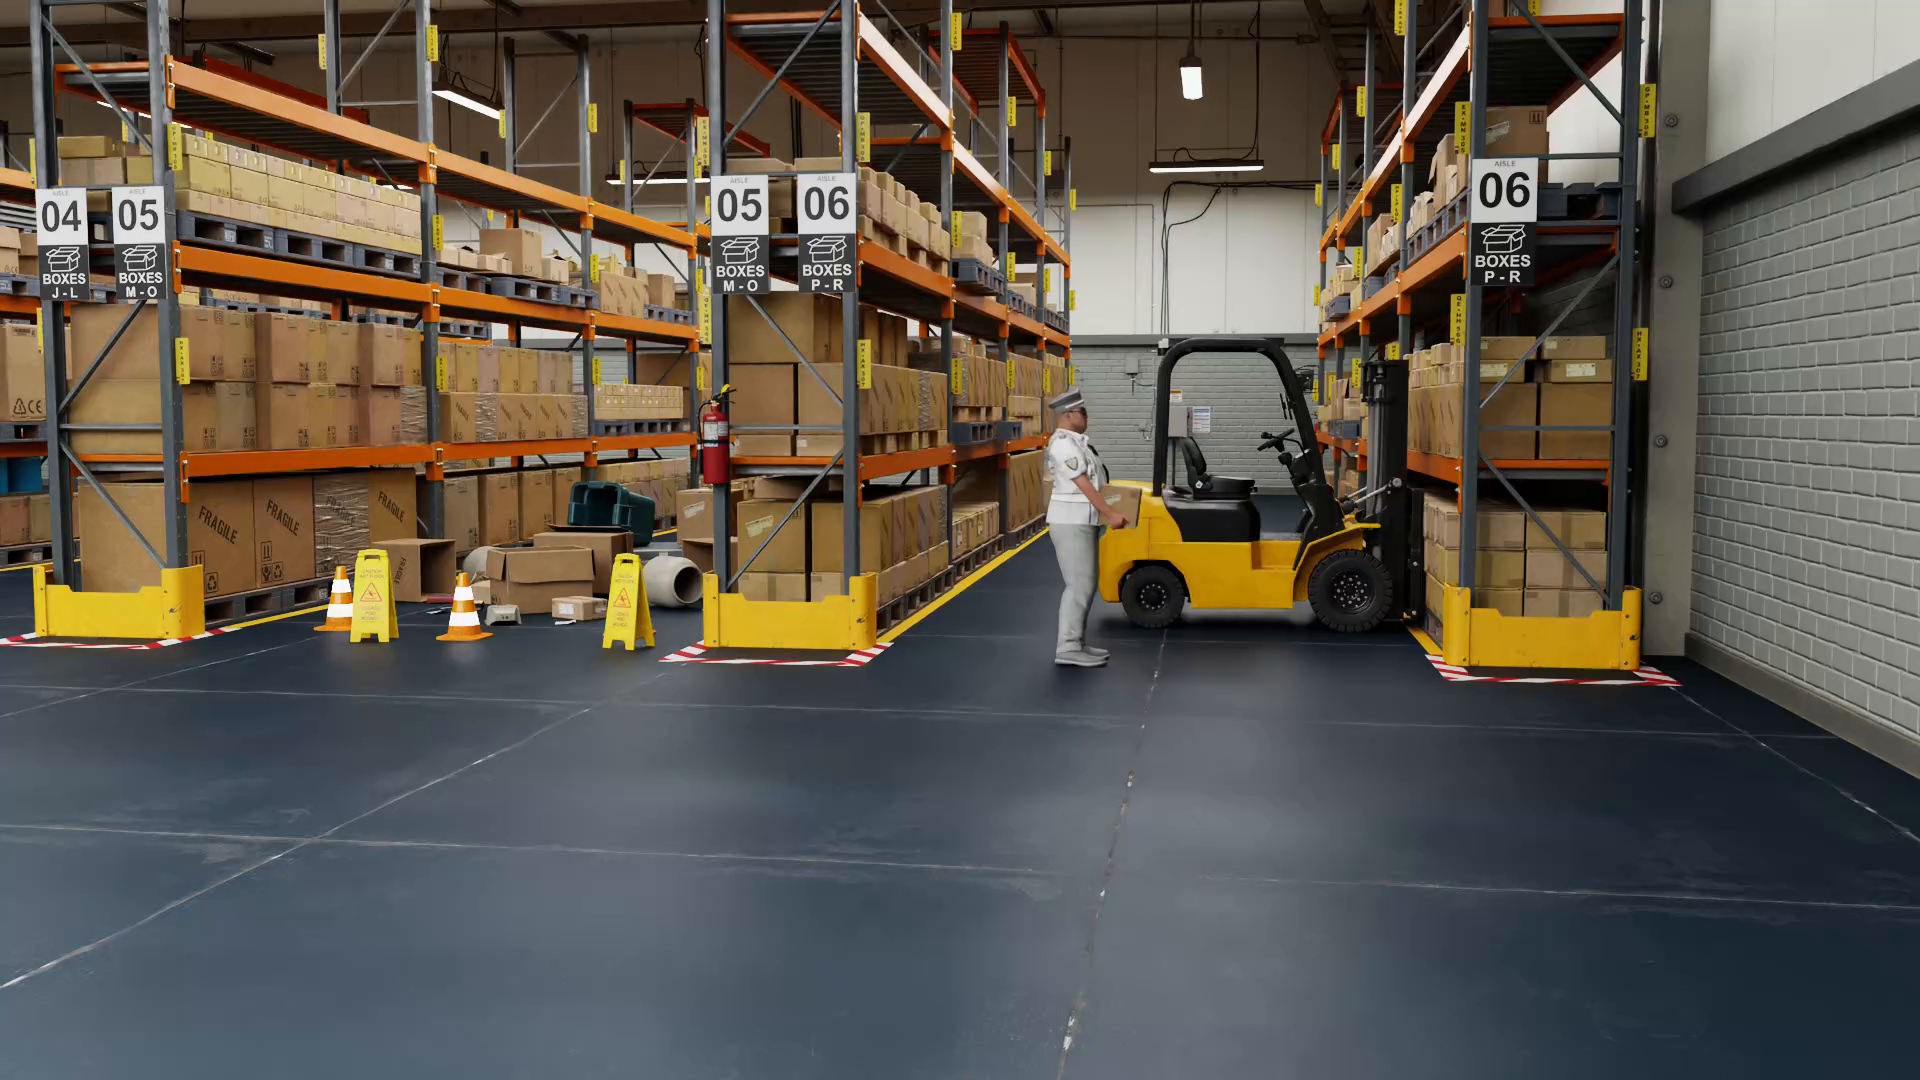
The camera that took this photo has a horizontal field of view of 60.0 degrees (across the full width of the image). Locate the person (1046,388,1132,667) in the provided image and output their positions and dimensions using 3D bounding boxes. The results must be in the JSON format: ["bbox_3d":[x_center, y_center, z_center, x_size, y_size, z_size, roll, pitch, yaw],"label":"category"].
[{"bbox_3d":[0.833,-0.092,10.681,0.560,1.766,0.495,1,4,10],"label":"person"}]
